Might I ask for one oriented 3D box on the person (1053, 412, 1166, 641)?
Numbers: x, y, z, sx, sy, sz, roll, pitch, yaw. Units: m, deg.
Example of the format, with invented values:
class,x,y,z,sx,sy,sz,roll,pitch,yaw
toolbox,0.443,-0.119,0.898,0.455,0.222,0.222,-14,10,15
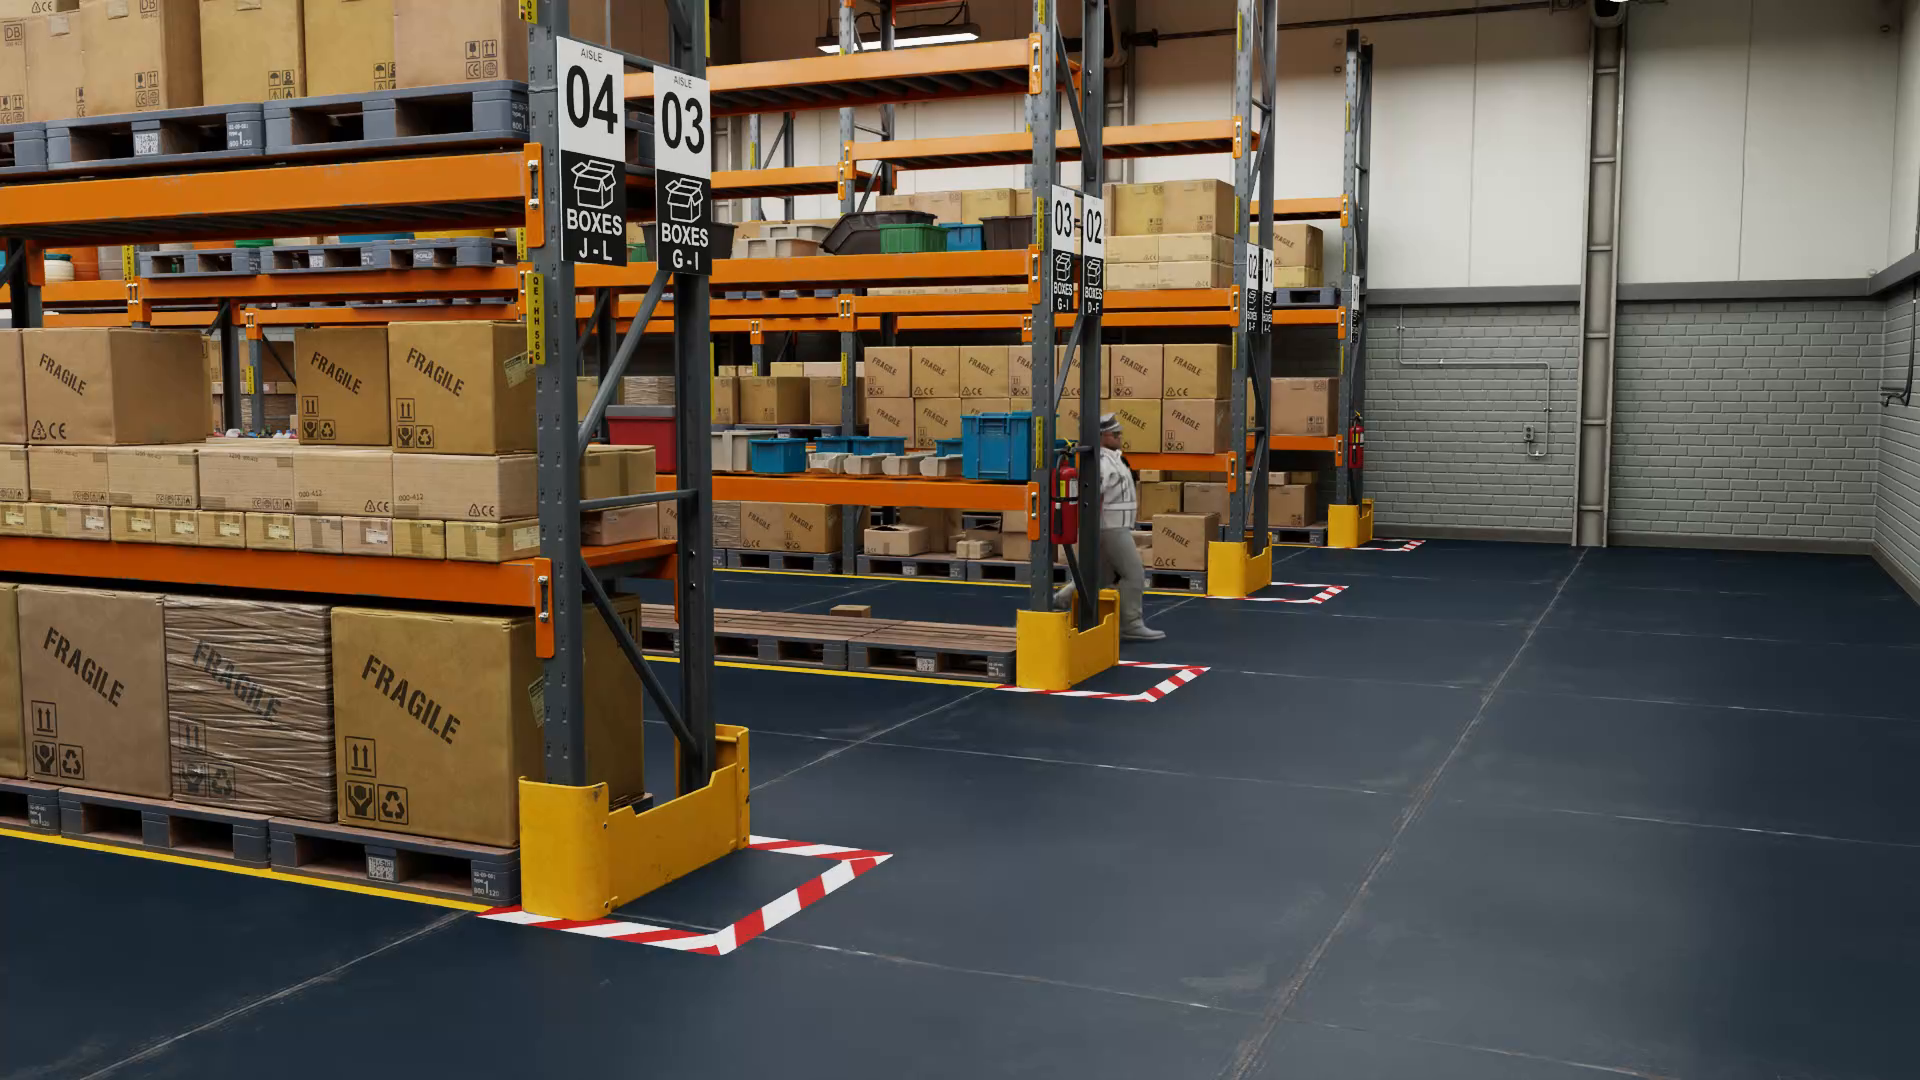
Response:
class,x,y,z,sx,sy,sz,roll,pitch,yaw
person,1.096,-0.108,12.564,0.929,1.717,0.586,1,6,6
